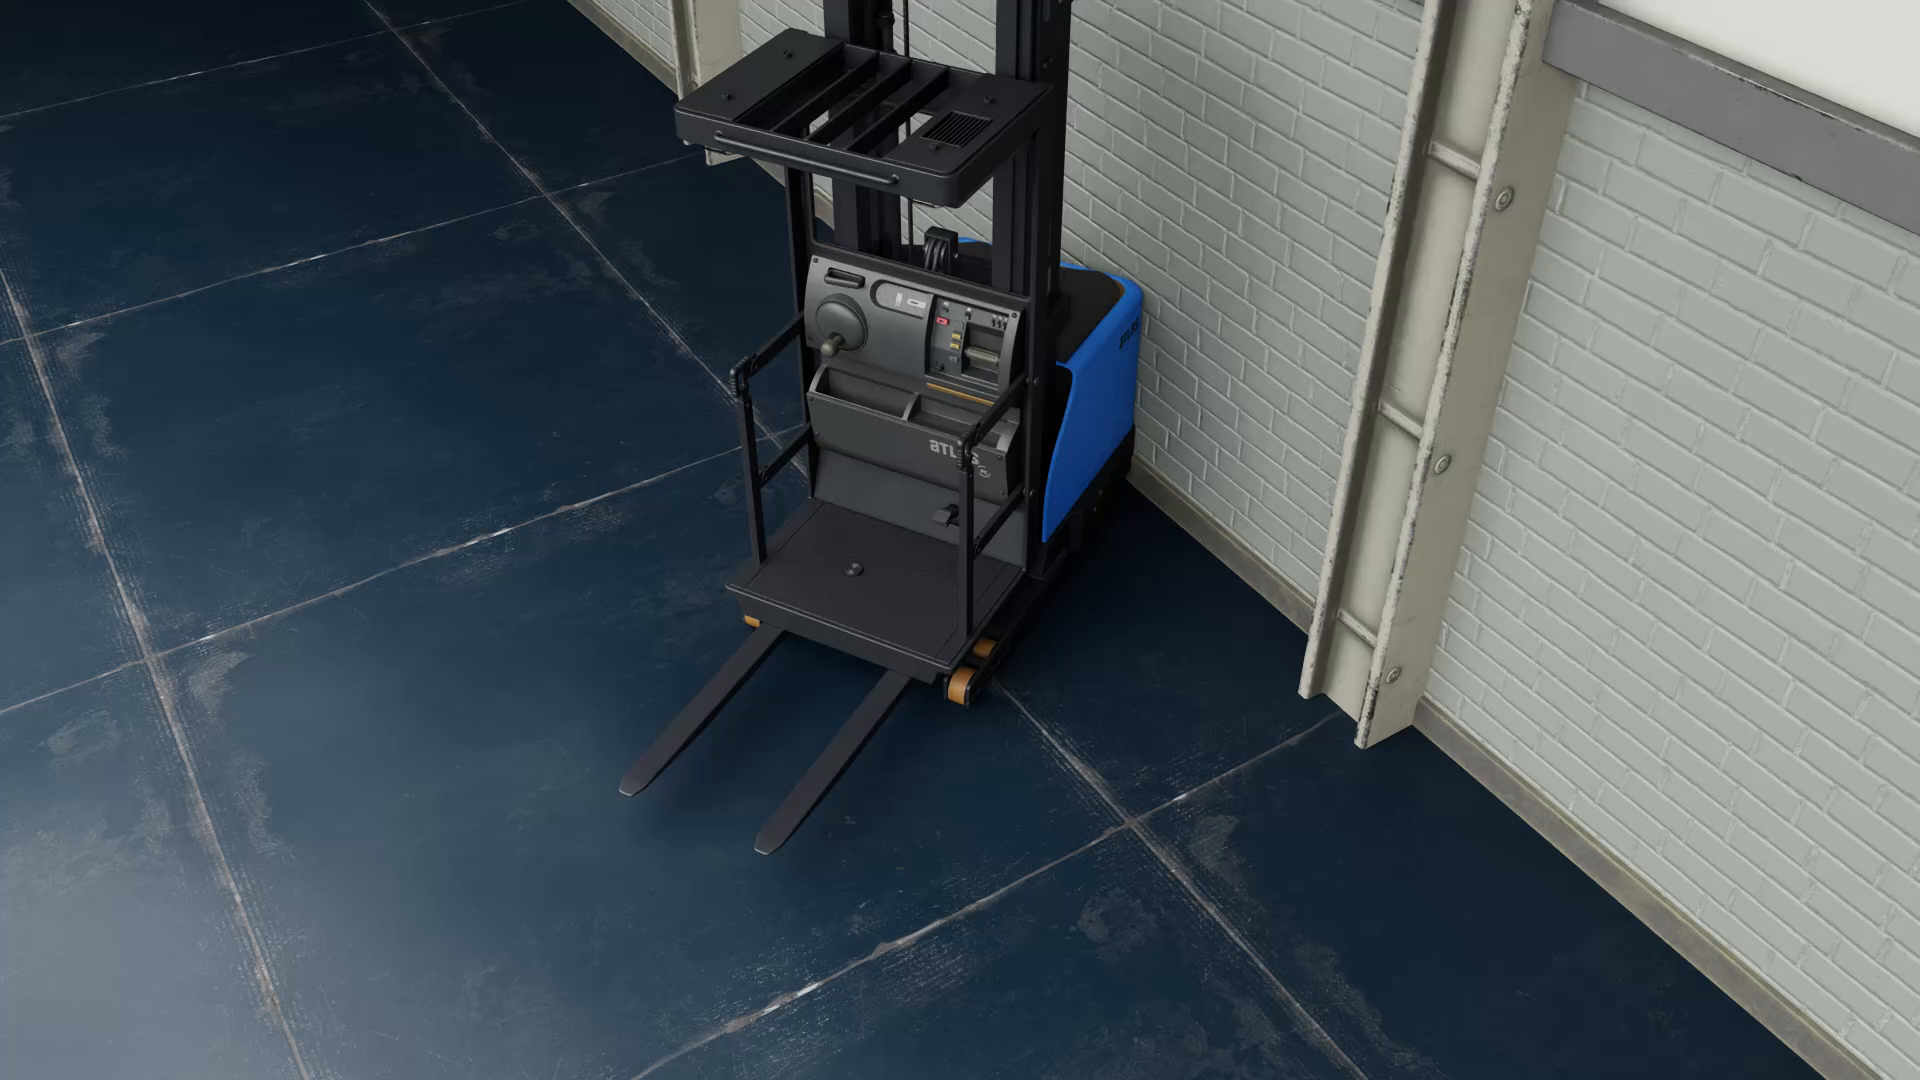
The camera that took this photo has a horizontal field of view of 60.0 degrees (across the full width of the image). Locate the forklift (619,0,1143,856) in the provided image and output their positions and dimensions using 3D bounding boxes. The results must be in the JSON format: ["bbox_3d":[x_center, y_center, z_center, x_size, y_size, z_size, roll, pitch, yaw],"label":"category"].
[{"bbox_3d":[-0.292,-0.769,6.383,1.130,2.935,3.031,18,43,21],"label":"forklift"}]

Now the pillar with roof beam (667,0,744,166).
[{"bbox_3d":[-5.203,-4.523,6.149,9.100,9.000,0.400,-22,45,-24],"label":"pillar with roof beam"}]

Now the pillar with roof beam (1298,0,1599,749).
[{"bbox_3d":[-1.977,-1.285,2.263,9.100,9.000,0.400,-22,45,-24],"label":"pillar with roof beam"}]
